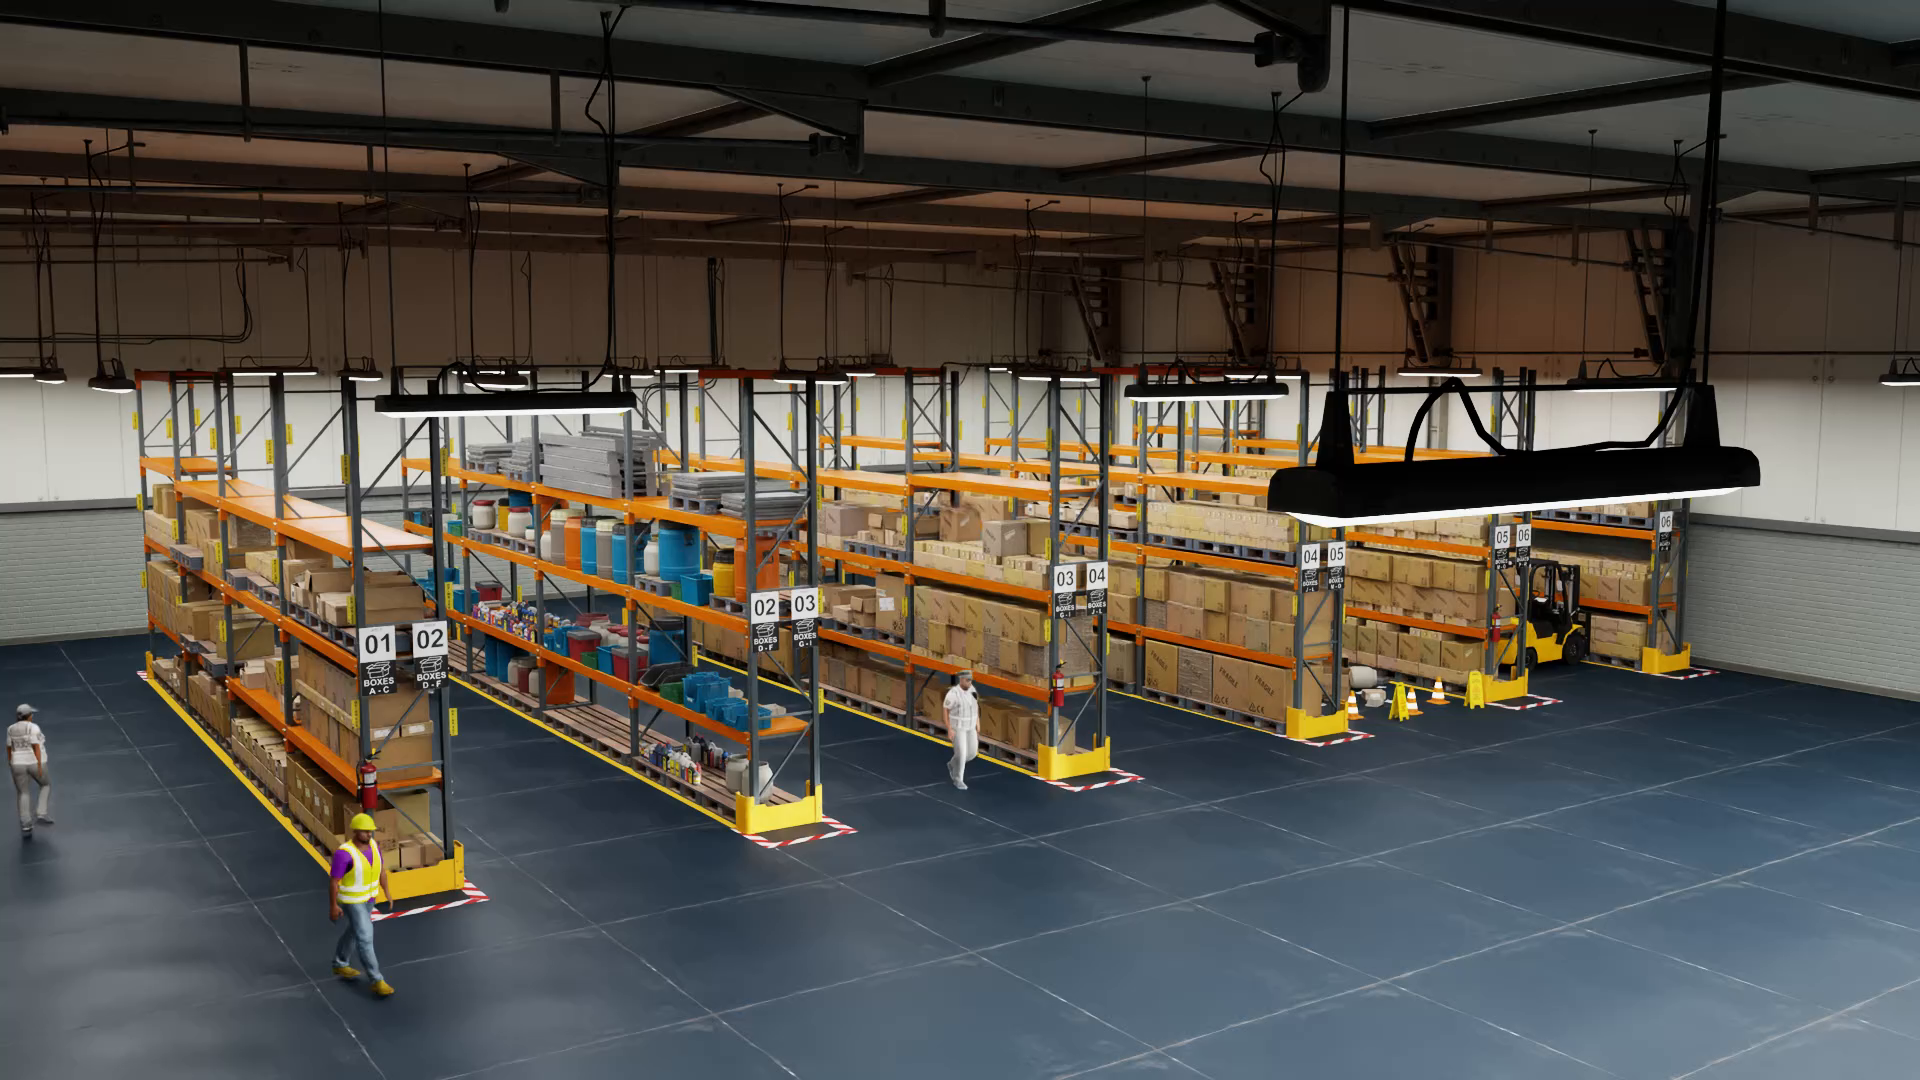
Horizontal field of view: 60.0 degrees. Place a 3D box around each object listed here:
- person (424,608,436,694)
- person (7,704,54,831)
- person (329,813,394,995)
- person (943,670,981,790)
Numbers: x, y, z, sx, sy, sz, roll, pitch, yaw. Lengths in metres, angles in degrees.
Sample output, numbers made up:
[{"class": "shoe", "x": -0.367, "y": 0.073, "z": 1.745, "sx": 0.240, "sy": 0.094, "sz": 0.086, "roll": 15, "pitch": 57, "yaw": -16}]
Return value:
[{"class": "person", "x": -9.866, "y": 2.060, "z": 30.787, "sx": 0.510, "sy": 1.599, "sz": 0.375, "roll": -5, "pitch": 8, "yaw": -36}, {"class": "person", "x": -12.389, "y": 3.013, "z": 22.108, "sx": 0.497, "sy": 1.651, "sz": 0.538, "roll": -2, "pitch": 7, "yaw": -17}, {"class": "person", "x": -5.949, "y": 3.578, "z": 16.609, "sx": 0.951, "sy": 1.718, "sz": 0.593, "roll": 2, "pitch": 7, "yaw": 18}, {"class": "person", "x": -0.010, "y": 2.733, "z": 24.355, "sx": 0.640, "sy": 1.745, "sz": 0.589, "roll": -6, "pitch": 9, "yaw": -41}]
